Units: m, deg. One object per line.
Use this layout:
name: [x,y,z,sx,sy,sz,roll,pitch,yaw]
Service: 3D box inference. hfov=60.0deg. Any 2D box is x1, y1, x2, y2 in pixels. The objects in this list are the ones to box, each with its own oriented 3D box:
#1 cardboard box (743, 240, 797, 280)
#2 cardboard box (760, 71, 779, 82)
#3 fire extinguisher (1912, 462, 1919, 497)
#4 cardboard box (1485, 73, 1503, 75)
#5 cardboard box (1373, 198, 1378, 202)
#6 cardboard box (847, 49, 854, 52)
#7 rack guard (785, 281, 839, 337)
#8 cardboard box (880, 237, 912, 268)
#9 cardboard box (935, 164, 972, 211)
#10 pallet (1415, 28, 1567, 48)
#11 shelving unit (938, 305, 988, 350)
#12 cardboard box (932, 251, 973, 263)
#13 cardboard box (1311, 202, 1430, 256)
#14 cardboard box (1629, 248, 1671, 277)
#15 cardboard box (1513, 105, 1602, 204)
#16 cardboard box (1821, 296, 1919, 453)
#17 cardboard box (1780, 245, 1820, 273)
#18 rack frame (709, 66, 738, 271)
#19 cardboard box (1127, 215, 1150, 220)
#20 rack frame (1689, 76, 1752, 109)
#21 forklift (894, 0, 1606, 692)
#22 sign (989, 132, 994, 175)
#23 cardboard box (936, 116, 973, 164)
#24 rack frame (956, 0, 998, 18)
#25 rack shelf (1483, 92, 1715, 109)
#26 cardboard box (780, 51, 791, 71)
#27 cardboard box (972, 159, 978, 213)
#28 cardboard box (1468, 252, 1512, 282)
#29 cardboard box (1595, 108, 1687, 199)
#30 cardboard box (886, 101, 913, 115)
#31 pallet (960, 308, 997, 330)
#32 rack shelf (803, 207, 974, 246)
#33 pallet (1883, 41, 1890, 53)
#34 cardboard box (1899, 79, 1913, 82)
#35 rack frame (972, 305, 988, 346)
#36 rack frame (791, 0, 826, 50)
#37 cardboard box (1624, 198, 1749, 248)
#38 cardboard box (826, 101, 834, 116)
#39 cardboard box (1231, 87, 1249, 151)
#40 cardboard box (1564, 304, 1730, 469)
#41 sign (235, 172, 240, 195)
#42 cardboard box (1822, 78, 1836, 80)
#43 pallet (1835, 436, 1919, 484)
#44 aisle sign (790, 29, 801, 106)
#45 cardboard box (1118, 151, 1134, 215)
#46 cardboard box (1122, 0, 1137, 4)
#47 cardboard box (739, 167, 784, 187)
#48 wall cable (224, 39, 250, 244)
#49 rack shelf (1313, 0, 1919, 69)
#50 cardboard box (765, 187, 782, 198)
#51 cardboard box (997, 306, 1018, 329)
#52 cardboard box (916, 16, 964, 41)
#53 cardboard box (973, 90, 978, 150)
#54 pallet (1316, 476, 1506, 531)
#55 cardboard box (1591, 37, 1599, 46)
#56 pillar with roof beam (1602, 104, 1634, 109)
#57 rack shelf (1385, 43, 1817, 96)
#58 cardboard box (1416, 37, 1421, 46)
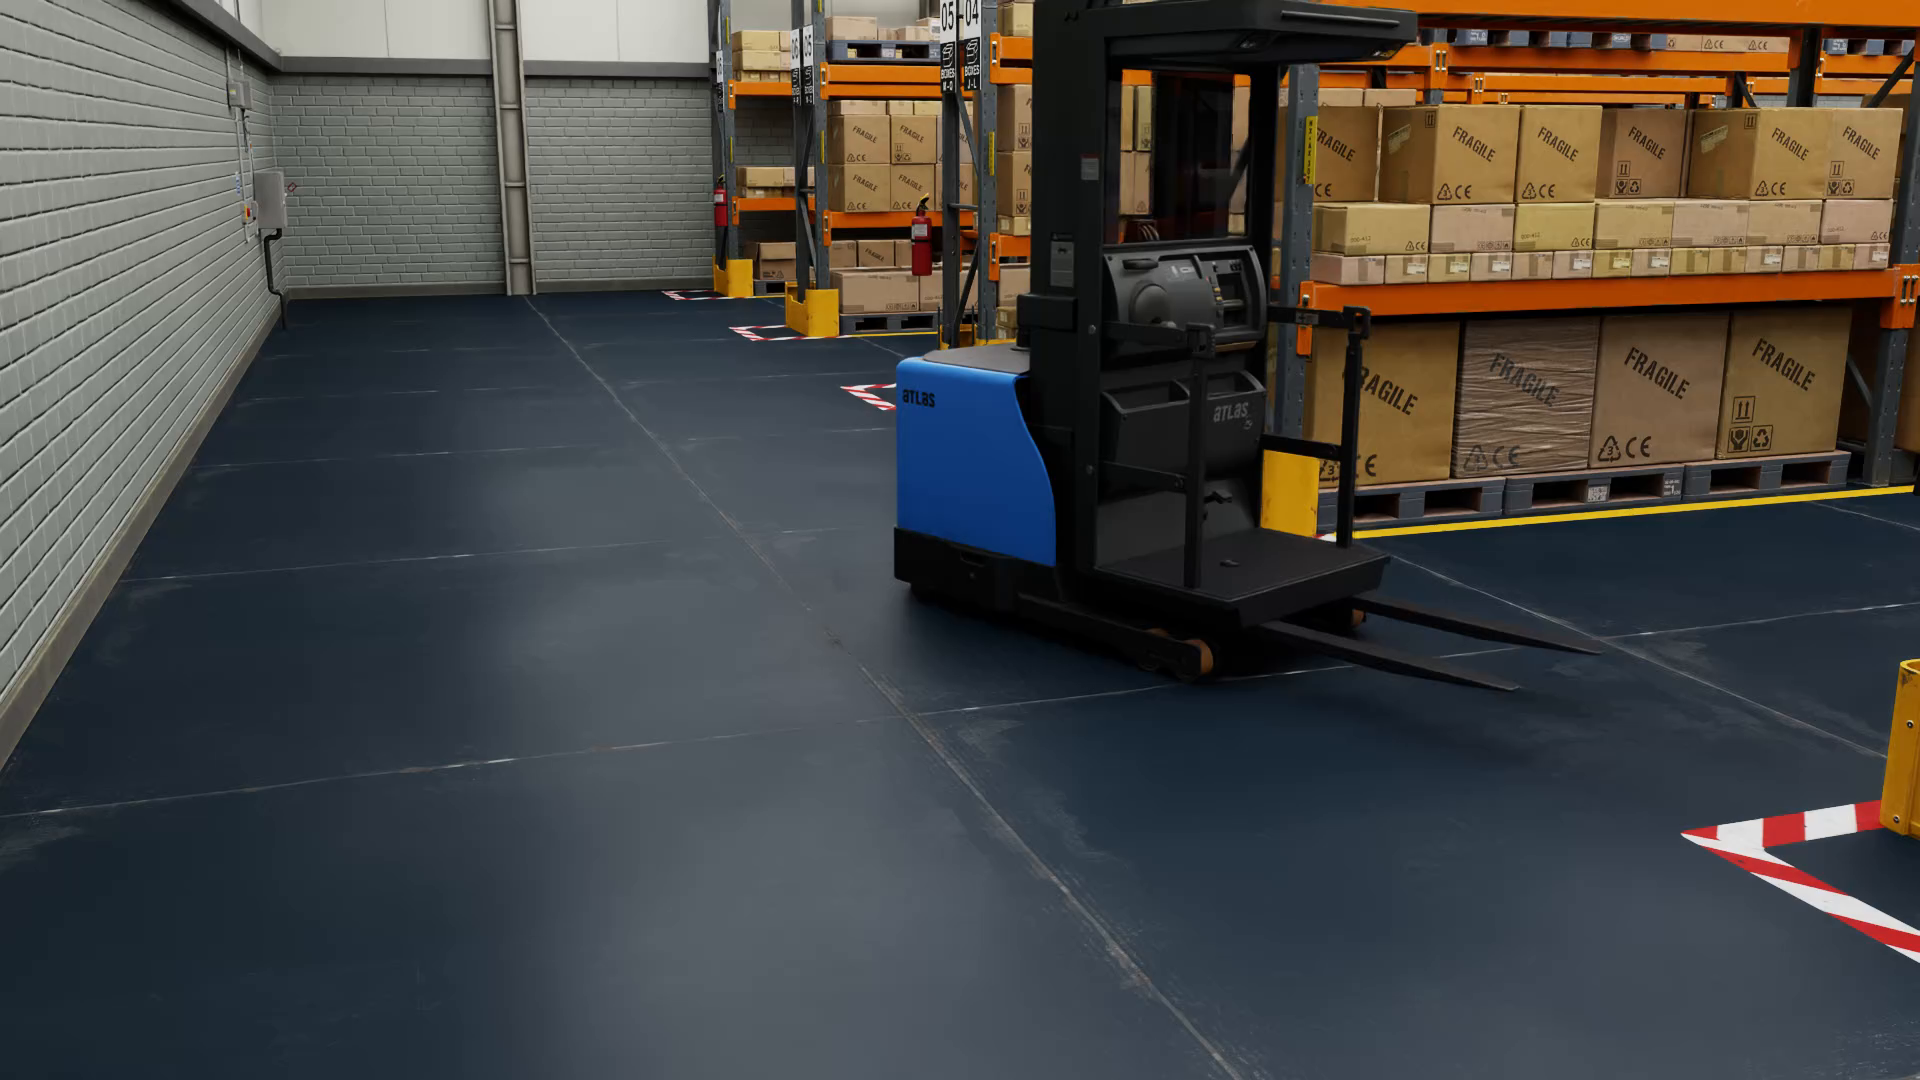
cardboard box: [-2.583,-3.859,22.871,0.637,0.503,0.797,-5,14,-20]
cardboard box: [-2.576,-6.179,22.201,0.250,0.149,0.380,-4,14,-17]
fire extinguisher: [2.846,-0.366,4.673,0.183,0.674,0.296,-4,14,-18]
cardboard box: [6.329,-5.670,20.058,0.250,0.149,0.380,-4,14,-18]
cardboard box: [2.410,-1.786,9.350,0.500,0.250,0.500,-5,14,-19]
cardboard box: [-1.732,-6.670,22.322,0.500,0.250,0.500,-5,14,-19]
rack guard: [-1.629,-2.539,18.235,0.348,0.500,1.175,-4,14,-18]
cardboard box: [-0.776,-3.989,23.423,0.500,0.500,0.700,-5,14,-20]
cardboard box: [-0.101,-3.855,18.150,0.500,0.500,0.500,-5,14,-18]
pallet: [4.478,-4.364,14.429,1.003,0.211,1.213,-4,14,-18]
shelving unit: [0.014,-0.585,8.508,0.189,1.200,0.258,-4,14,-18]
cardboard box: [-0.103,-4.039,24.045,0.500,0.311,0.500,-4,14,-16]
cardboard box: [2.095,-1.631,8.699,0.500,0.250,0.500,-5,14,-20]
cardboard box: [3.702,-1.548,9.212,0.250,0.149,0.380,-4,14,-17]
cardboard box: [3.058,-2.072,8.933,0.500,0.500,0.500,-5,14,-20]
cardboard box: [5.946,-1.100,10.471,0.875,0.875,1.225,-4,14,-18]
cardboard box: [4.674,-1.624,9.530,0.250,0.149,0.380,-5,14,-19]
rack frame: [-3.193,-4.845,22.529,0.127,3.000,1.000,-4,14,-18]
cardboard box: [1.447,-2.608,13.667,0.250,0.149,0.380,-5,14,-19]
rack frame: [9.767,-4.642,21.676,0.127,3.000,1.000,-4,14,-18]
forklift: [1.065,-1.016,6.580,1.130,2.935,3.031,-12,18,-41]
sign: [0.242,-2.980,12.820,0.005,0.325,0.100,-4,14,-18]
cardboard box: [-0.088,-4.344,18.046,0.500,0.500,0.500,-5,14,-18]
rack frame: [0.068,-5.597,12.726,0.127,3.000,1.000,-4,14,-18]
rack shelf: [10.076,-6.987,26.609,4.000,0.370,1.077,-4,14,-18]
cardboard box: [-2.210,-6.391,22.227,0.500,0.250,0.500,-4,14,-17]
cardboard box: [0.412,-2.961,13.751,0.500,0.500,0.500,-4,14,-17]
cardboard box: [2.728,-1.472,8.893,0.250,0.149,0.380,-5,14,-19]
cardboard box: [3.849,-2.261,9.729,0.500,0.500,0.500,-5,14,-20]
cardboard box: [-0.673,-4.602,17.728,0.250,0.149,0.380,-4,14,-16]
pallet: [0.281,-2.565,18.971,1.213,0.211,1.003,-4,14,-18]
rack shelf: [0.289,-3.554,18.657,4.000,0.370,1.077,-4,14,-18]
pallet: [9.303,-4.778,16.176,1.213,0.211,1.003,-4,14,-15]
cardboard box: [12.339,-6.116,21.934,0.250,0.149,0.380,-5,14,-19]
rack frame: [0.100,-0.592,8.537,0.006,1.200,0.240,-4,14,-18]
rack frame: [-1.606,-6.675,17.259,0.127,3.000,1.000,-4,14,-18]
cardboard box: [4.037,-1.783,9.339,0.500,0.250,0.500,-4,14,-17]
cardboard box: [-1.330,-4.677,18.047,0.250,0.149,0.380,-4,14,-17]
cardboard box: [2.037,-3.443,13.618,0.500,0.500,0.500,-5,14,-20]
cardboard box: [3.841,-0.951,9.844,0.875,0.875,0.875,-4,14,-18]
sign: [-6.986,-3.452,16.087,0.001,0.218,0.327,-4,14,-18]
cardboard box: [11.113,-6.025,21.551,0.250,0.149,0.380,-5,14,-20]
pallet: [6.053,-0.595,10.688,1.213,0.211,1.003,-4,14,-18]
aisle sign: [-1.773,-5.084,17.916,0.004,0.787,0.394,-4,14,-18]
cardboard box: [1.081,-2.889,13.448,0.500,0.500,0.500,-4,14,-18]
cardboard box: [1.062,-4.322,13.092,0.500,0.250,0.500,-5,14,-19]
cardboard box: [-2.677,-4.891,22.404,0.500,0.250,0.500,-4,14,-18]
wall cable: [-6.943,-3.845,16.061,0.123,1.953,0.585,-4,14,-18]
rack shelf: [3.450,-2.840,9.172,4.000,0.370,1.077,-4,14,-18]
cardboard box: [-2.568,-4.716,22.528,0.250,0.149,0.380,-4,14,-17]
cardboard box: [0.489,-1.880,14.031,0.250,0.149,0.380,-4,14,-17]
cardboard box: [-0.172,-5.525,17.975,0.500,0.311,0.500,-4,14,-17]
cardboard box: [0.423,-3.446,13.630,0.500,0.500,0.500,-5,14,-19]
pallet: [2.287,-0.302,9.459,1.213,0.211,1.003,-4,14,-18]
cardboard box: [6.081,-4.716,15.290,0.500,0.500,0.500,-4,14,-18]
pillar with roof beam: [12.397,-8.146,23.445,0.400,9.000,9.100,-4,14,-18]
rack shelf: [5.755,-4.230,15.018,4.000,0.370,1.077,-4,14,-18]
cardboard box: [5.098,-5.944,19.546,0.500,0.500,0.700,-5,14,-21]
